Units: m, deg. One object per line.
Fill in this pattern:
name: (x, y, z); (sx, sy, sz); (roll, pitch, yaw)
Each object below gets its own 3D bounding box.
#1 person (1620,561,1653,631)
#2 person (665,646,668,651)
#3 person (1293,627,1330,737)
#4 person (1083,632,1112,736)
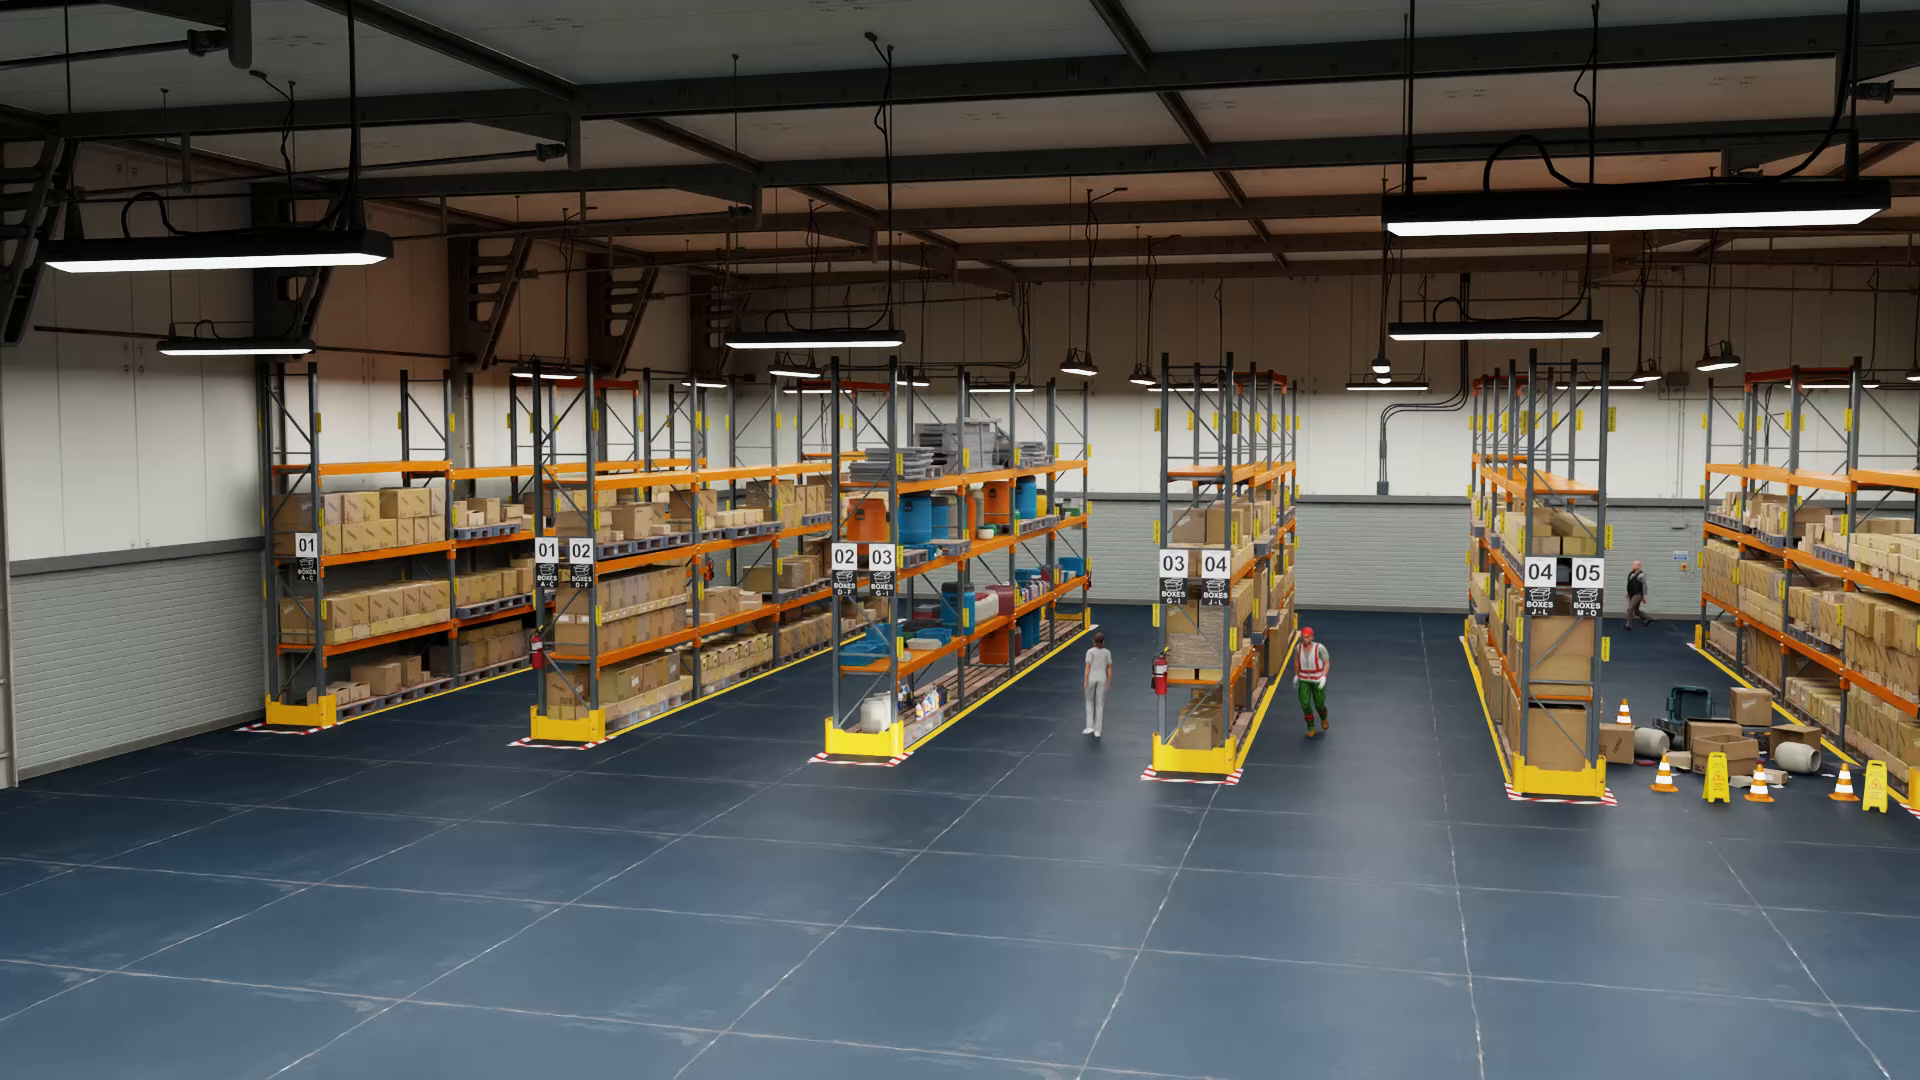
person: (16.317, 1.309, 40.073); (0.938, 1.636, 0.530); (-1, 4, -11)
person: (-6.079, 1.780, 33.405); (0.631, 1.752, 0.703); (1, 4, 18)
person: (5.661, 2.250, 26.724); (0.604, 1.756, 0.738); (2, 4, 26)
person: (2.211, 2.318, 26.641); (0.454, 1.697, 0.683); (0, 4, 1)
